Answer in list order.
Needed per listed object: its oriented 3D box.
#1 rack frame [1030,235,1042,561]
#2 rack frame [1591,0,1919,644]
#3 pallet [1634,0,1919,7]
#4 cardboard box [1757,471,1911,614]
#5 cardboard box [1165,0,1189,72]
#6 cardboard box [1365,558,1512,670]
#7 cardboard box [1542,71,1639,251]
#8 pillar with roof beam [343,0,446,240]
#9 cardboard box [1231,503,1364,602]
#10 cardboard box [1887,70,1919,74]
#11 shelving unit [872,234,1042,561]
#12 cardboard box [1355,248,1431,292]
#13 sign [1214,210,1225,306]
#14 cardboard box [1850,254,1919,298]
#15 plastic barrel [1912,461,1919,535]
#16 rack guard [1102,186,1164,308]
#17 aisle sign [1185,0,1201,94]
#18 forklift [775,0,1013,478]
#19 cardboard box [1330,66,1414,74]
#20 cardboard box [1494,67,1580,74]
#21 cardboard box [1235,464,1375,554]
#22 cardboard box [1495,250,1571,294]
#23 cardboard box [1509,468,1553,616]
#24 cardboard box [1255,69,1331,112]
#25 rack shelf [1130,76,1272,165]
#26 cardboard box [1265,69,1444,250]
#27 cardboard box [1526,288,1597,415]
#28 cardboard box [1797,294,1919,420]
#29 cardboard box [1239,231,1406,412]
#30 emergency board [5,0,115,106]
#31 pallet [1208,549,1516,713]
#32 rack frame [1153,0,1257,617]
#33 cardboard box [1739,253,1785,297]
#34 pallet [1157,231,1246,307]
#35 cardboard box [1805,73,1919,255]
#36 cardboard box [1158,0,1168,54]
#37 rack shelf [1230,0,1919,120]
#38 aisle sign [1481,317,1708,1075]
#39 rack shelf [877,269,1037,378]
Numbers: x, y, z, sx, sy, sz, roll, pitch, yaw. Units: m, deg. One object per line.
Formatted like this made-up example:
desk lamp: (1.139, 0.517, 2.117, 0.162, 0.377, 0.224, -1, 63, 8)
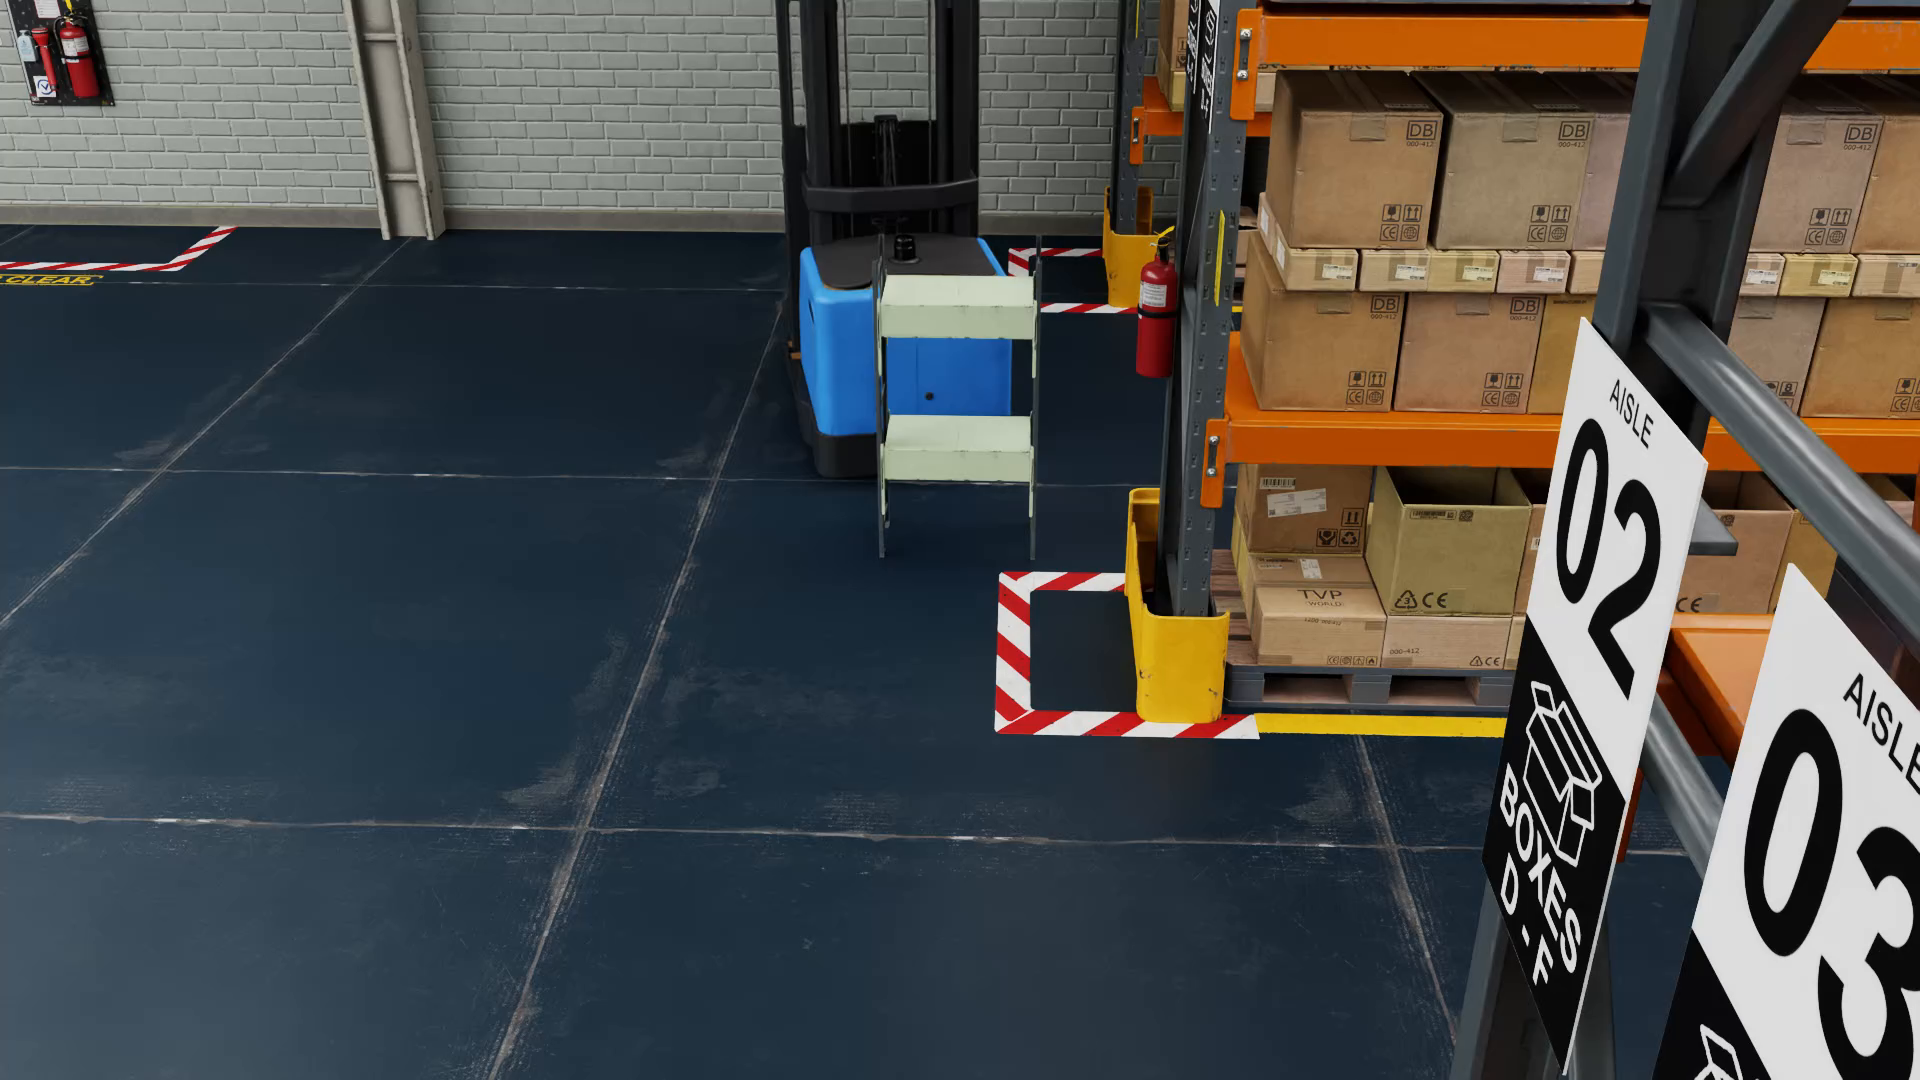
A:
rack frame: (0.359, -0.657, 7.888, 0.023, 1.500, 0.400, 1, 28, 2)
rack frame: (0.772, -1.178, 0.865, 0.127, 3.000, 1.000, 1, 28, 2)
pallet: (2.879, -2.090, 5.882, 1.213, 0.211, 1.003, 1, 28, 2)
cardboard box: (3.478, -0.008, 6.749, 0.500, 0.500, 0.500, 1, 28, 2)
cardboard box: (1.588, -3.290, 10.593, 0.500, 0.500, 0.500, 1, 28, 2)
cardboard box: (1.978, 0.303, 6.964, 0.500, 0.250, 0.500, 1, 28, 2)
cardboard box: (2.499, -1.435, 6.262, 0.500, 0.500, 0.700, 1, 28, 2)
pillar with roof beam: (-4.296, -4.293, 6.741, 0.400, 9.000, 9.100, 1, 28, 2)
cardboard box: (1.497, 0.054, 7.434, 0.500, 0.250, 0.500, 1, 28, 2)
cardboard box: (6.185, -3.301, 10.697, 0.500, 0.500, 0.700, 4, 28, 7)
shelving unit: (-0.007, -0.663, 7.899, 0.755, 1.500, 0.431, 1, 28, 2)
cardboard box: (1.599, -1.067, 6.260, 0.250, 0.149, 0.380, 0, 28, 0)
sign: (0.925, -1.004, 5.933, 0.005, 0.325, 0.100, 1, 28, 2)
cardboard box: (3.400, -1.037, 6.204, 0.250, 0.149, 0.380, 2, 28, 3)
plastic barrel: (1.262, -0.280, 1.466, 0.708, 0.830, 0.600, 1, 28, 2)
rack guard: (1.198, -2.059, 11.601, 0.348, 0.500, 1.175, 1, 28, 2)
aisle sign: (0.895, -2.133, 6.296, 0.004, 0.787, 0.394, 1, 28, 2)
forklift: (-0.482, -2.287, 9.436, 1.130, 2.935, 3.031, -5, 28, -9)
cardboard box: (2.598, -3.266, 10.547, 0.500, 0.500, 0.500, 0, 28, 0)
cardboard box: (3.634, -3.255, 10.525, 0.500, 0.500, 0.500, 0, 28, 0)
cardboard box: (1.497, -0.279, 7.260, 0.500, 0.500, 0.500, 1, 28, 2)
cardboard box: (2.100, -1.057, 6.241, 0.250, 0.149, 0.380, 1, 28, 1)
cardboard box: (2.479, -0.026, 6.783, 0.500, 0.500, 0.500, 1, 28, 2)
cardboard box: (2.118, -2.949, 10.749, 0.500, 0.250, 0.500, 0, 28, 0)
rack shelf: (3.120, -2.814, 11.124, 4.000, 0.370, 1.077, 1, 28, 2)
cardboard box: (1.470, -1.449, 6.289, 0.500, 0.500, 0.700, 1, 28, 2)
cardboard box: (2.438, -0.859, 6.562, 0.500, 0.500, 0.700, 1, 28, 2)
cardboard box: (3.476, -0.845, 6.534, 0.500, 0.500, 0.700, 1, 28, 3)
cardboard box: (1.417, -0.877, 6.595, 0.500, 0.500, 0.700, 1, 28, 2)
emergency board: (-6.613, -3.716, 12.058, 0.643, 1.169, 0.194, 1, 28, 2)
pallet: (1.716, 0.379, 7.310, 1.213, 0.211, 1.003, 1, 28, 2)
rack frame: (0.951, -0.846, 6.644, 0.127, 3.000, 1.000, 1, 28, 2)
cardboard box: (2.871, -1.044, 6.217, 0.250, 0.149, 0.380, 1, 28, 2)
pallet: (2.008, -1.902, 11.612, 1.213, 0.211, 1.003, 1, 28, 2)
cardboard box: (3.499, -1.418, 6.231, 0.500, 0.500, 0.700, 1, 28, 2)
cardboard box: (1.600, -3.531, 11.046, 0.500, 0.500, 0.500, 1, 28, 1)
rack shelf: (2.949, -1.821, 6.047, 4.000, 0.370, 1.077, 1, 28, 2)
aisle sign: (0.711, 0.183, 1.926, 0.004, 0.787, 0.394, 1, 28, 2)
rack shelf: (-0.007, -1.008, 7.716, 0.720, 0.370, 0.431, 1, 28, 2)
